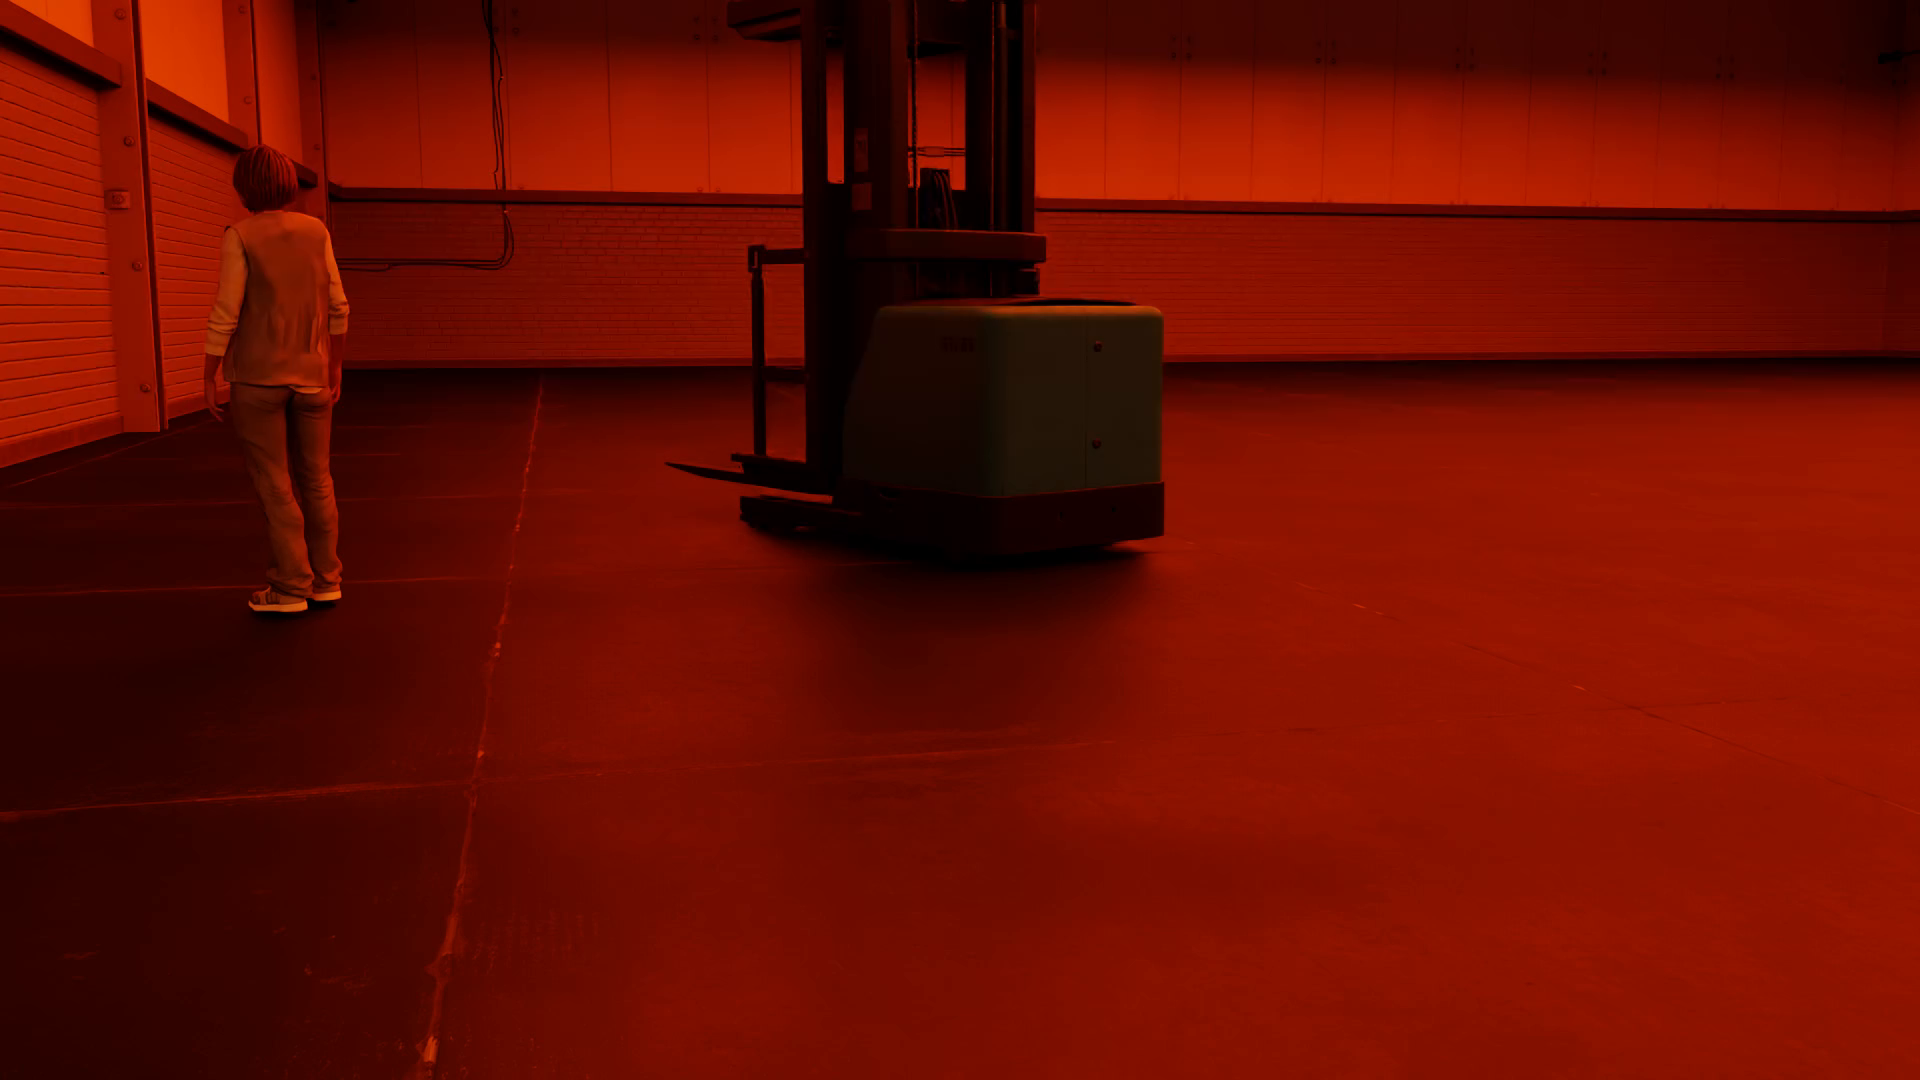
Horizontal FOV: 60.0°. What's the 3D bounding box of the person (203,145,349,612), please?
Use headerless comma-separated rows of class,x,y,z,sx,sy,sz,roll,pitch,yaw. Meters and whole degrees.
person,-2.386,-0.541,5.761,0.476,1.597,0.519,7,11,41

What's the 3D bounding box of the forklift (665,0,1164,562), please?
forklift,-0.415,-1.520,7.994,1.130,2.935,3.031,-6,10,-38
